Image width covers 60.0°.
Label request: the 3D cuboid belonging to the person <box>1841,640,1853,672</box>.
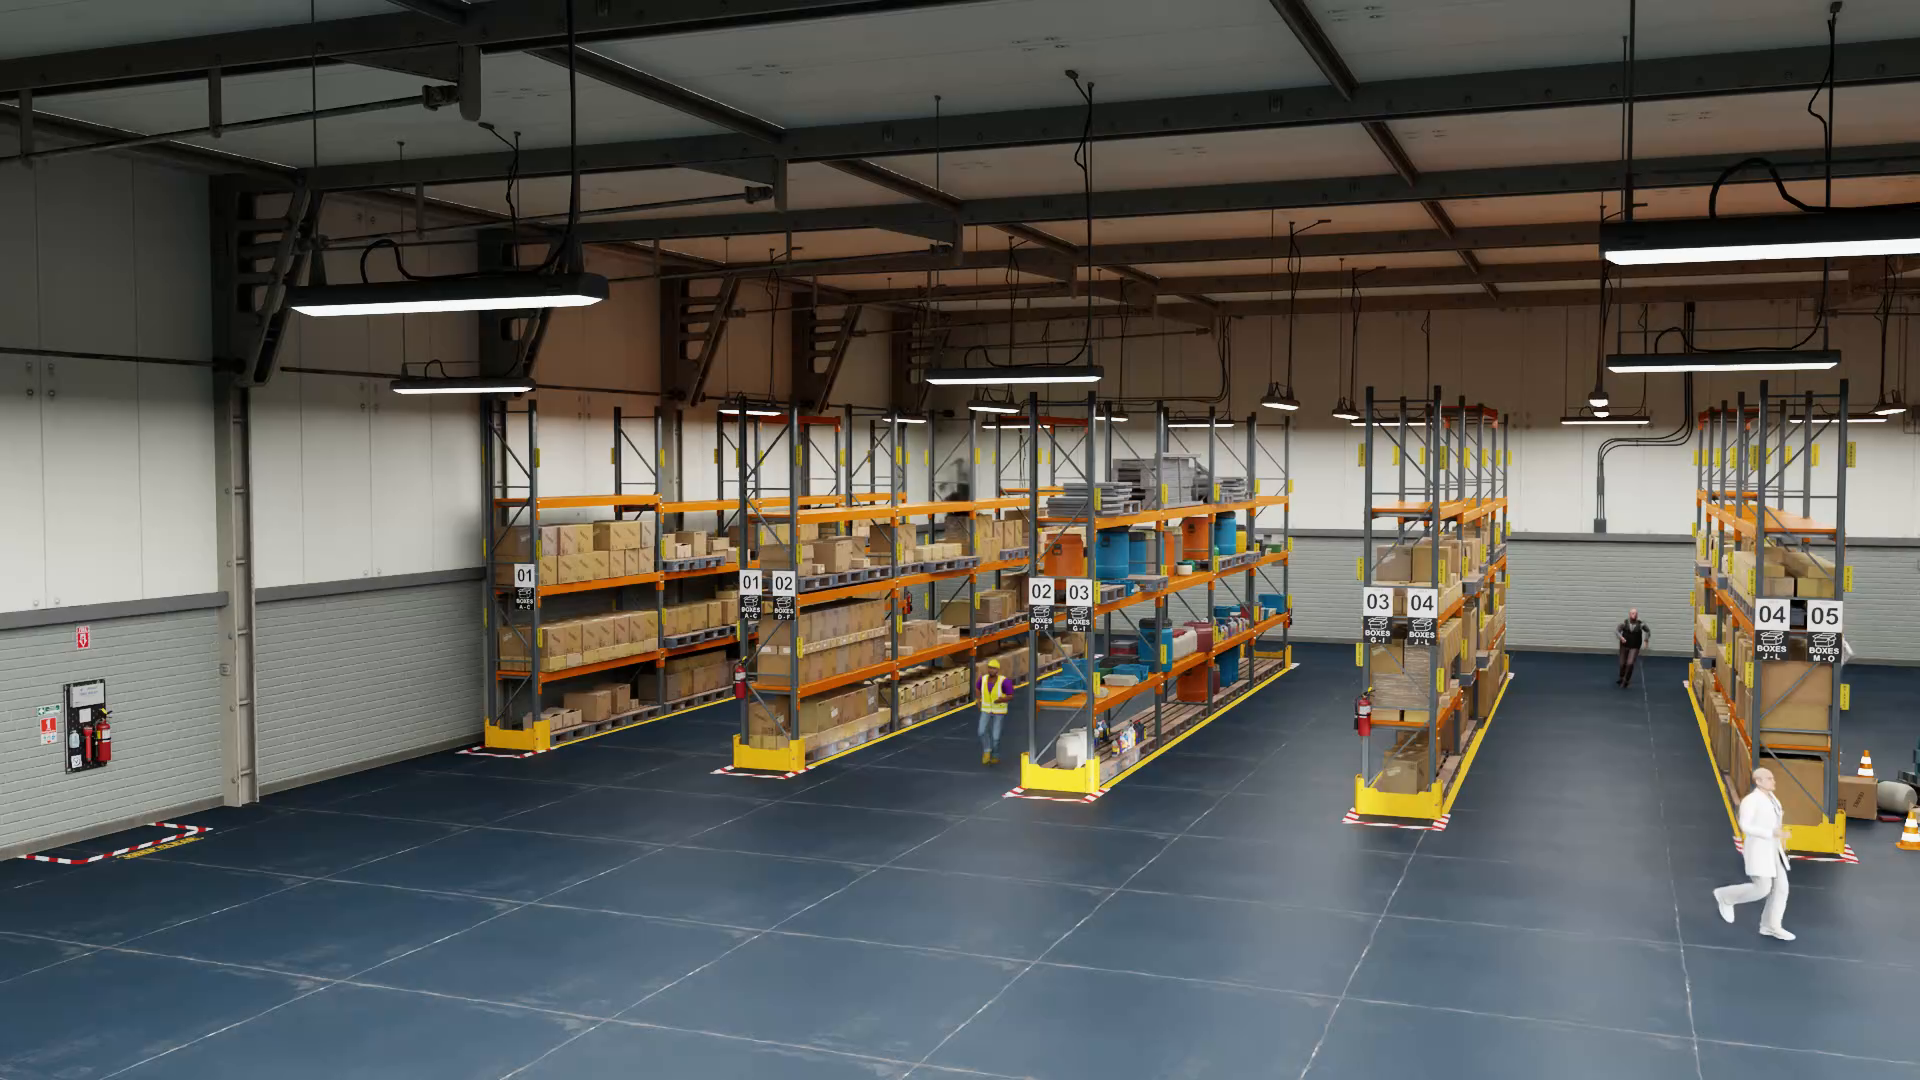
[{"bbox_3d":[17.542,2.524,33.367,0.624,1.659,0.738,1,3,12],"label":"person"}]

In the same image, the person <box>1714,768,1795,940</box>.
[{"bbox_3d":[8.379,3.258,17.461,0.718,1.746,0.834,-2,4,-37],"label":"person"}]

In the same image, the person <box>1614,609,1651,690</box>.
[{"bbox_3d":[14.606,2.380,36.152,0.709,1.764,0.722,2,3,31],"label":"person"}]

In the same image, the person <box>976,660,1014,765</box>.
[{"bbox_3d":[0.536,2.793,26.941,0.688,1.724,0.699,1,3,15],"label":"person"}]
